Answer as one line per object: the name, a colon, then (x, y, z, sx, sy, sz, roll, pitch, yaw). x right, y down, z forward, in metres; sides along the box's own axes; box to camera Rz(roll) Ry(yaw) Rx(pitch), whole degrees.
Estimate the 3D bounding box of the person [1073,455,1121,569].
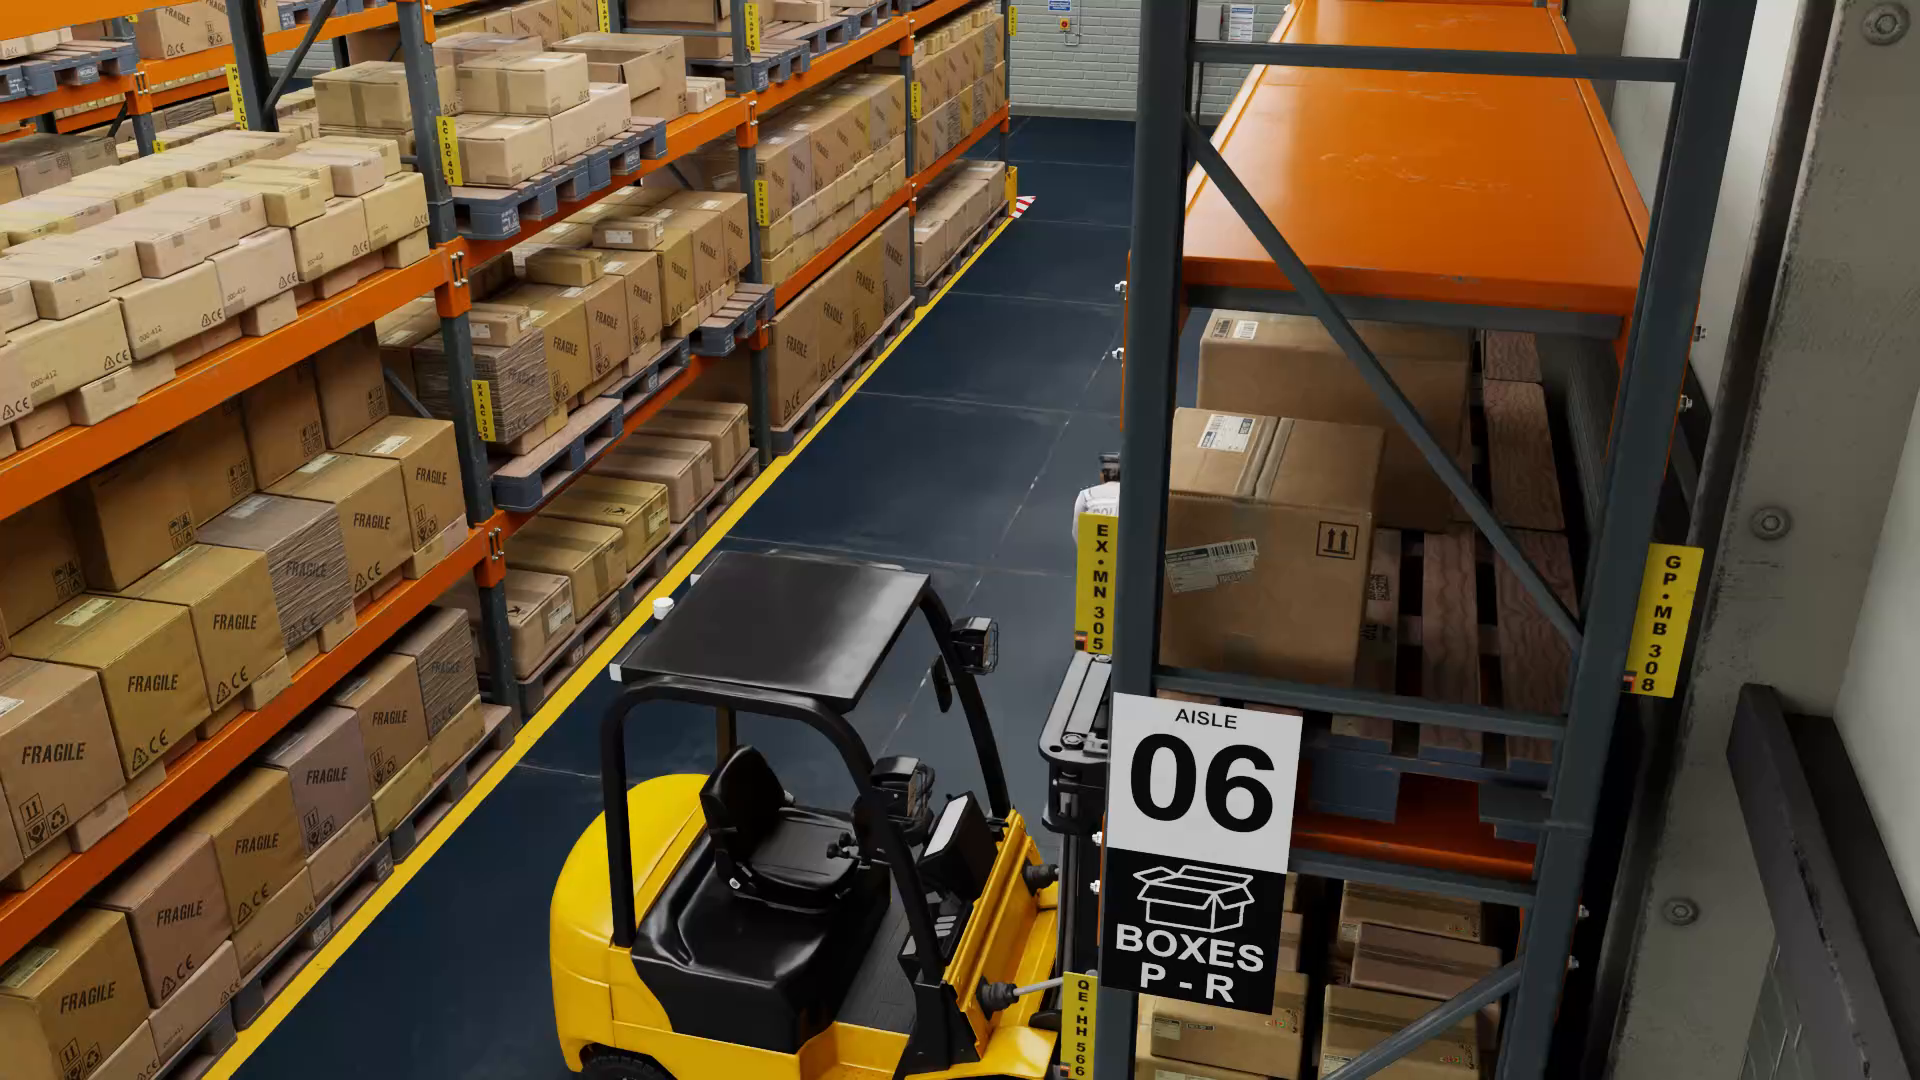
person: (0.916, 0.066, 10.226, 0.507, 1.094, 0.812, 6, 26, 13)
